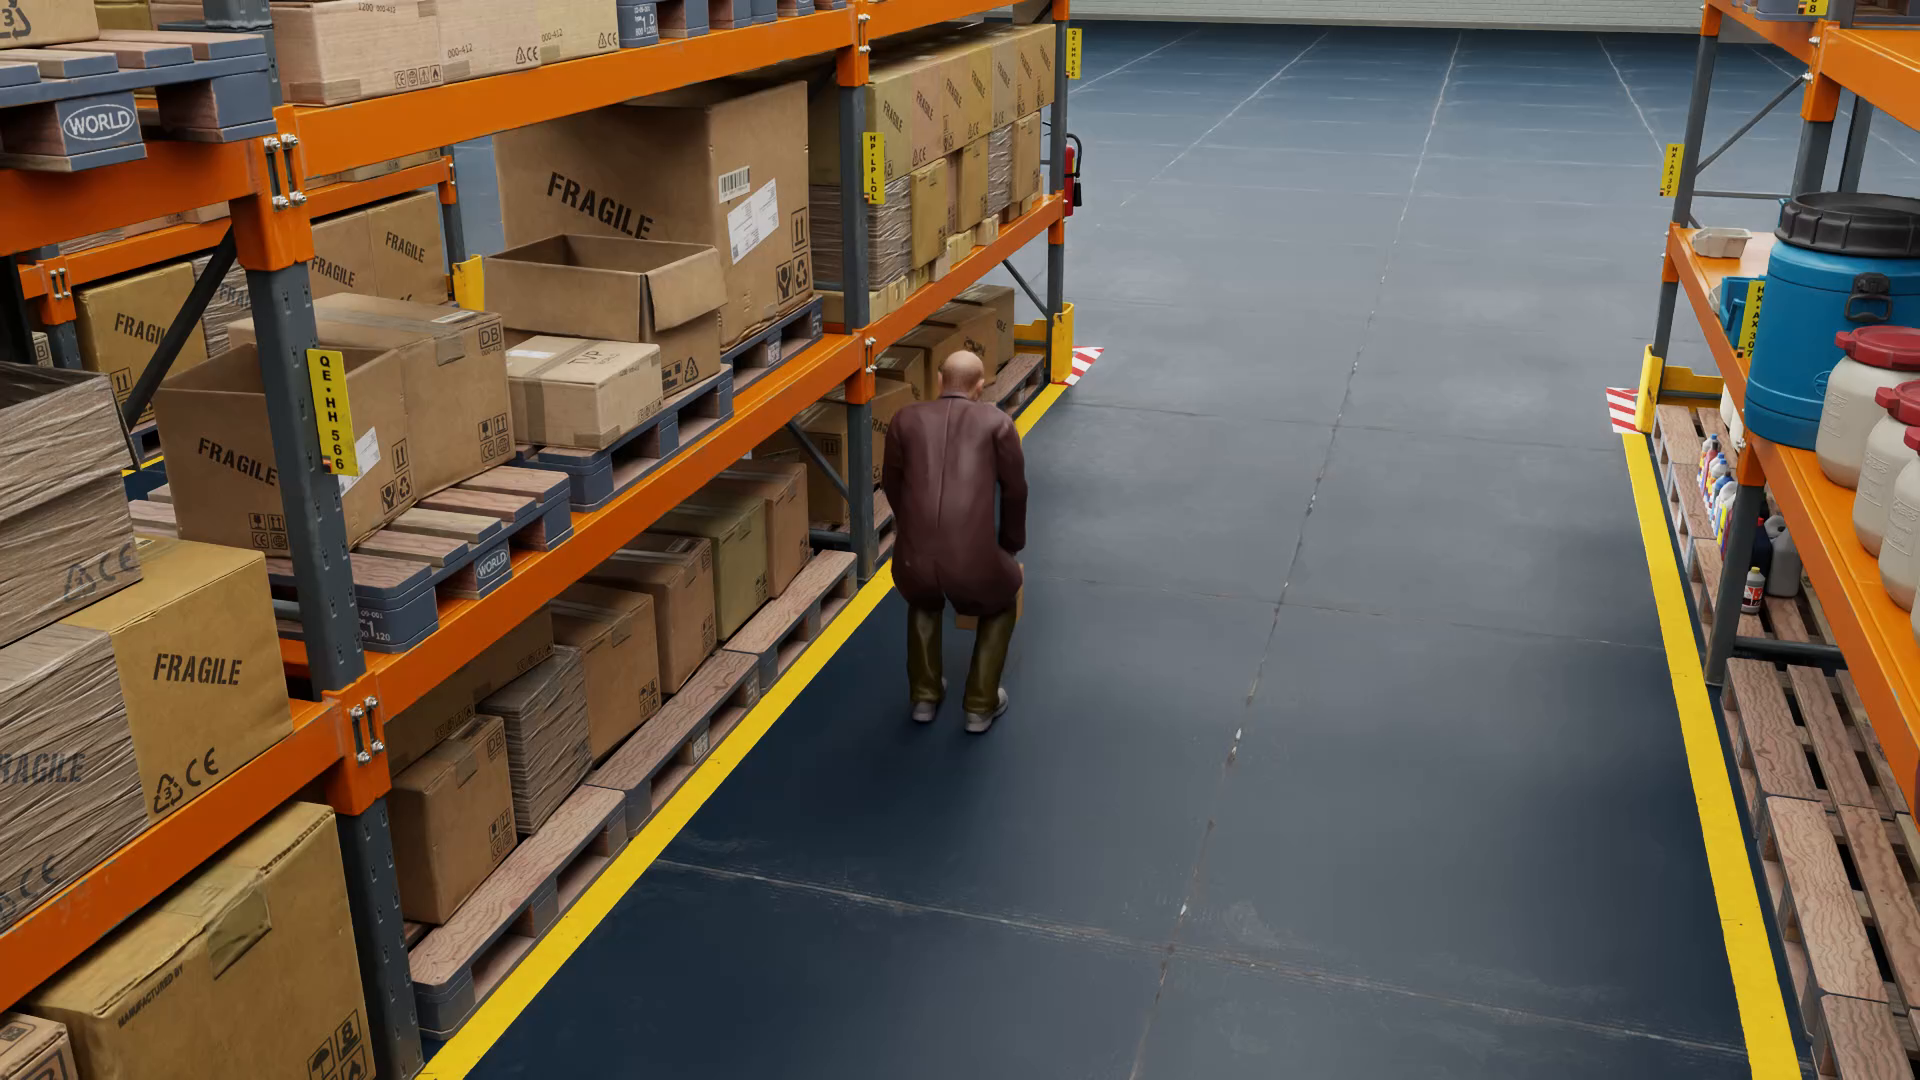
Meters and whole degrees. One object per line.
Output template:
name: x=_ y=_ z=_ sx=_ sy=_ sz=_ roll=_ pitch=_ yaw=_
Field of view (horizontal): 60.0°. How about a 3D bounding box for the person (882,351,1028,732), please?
person: x=-0.042 y=0.021 z=6.904 sx=0.628 sy=1.526 sz=0.635 roll=7 pitch=23 yaw=16
